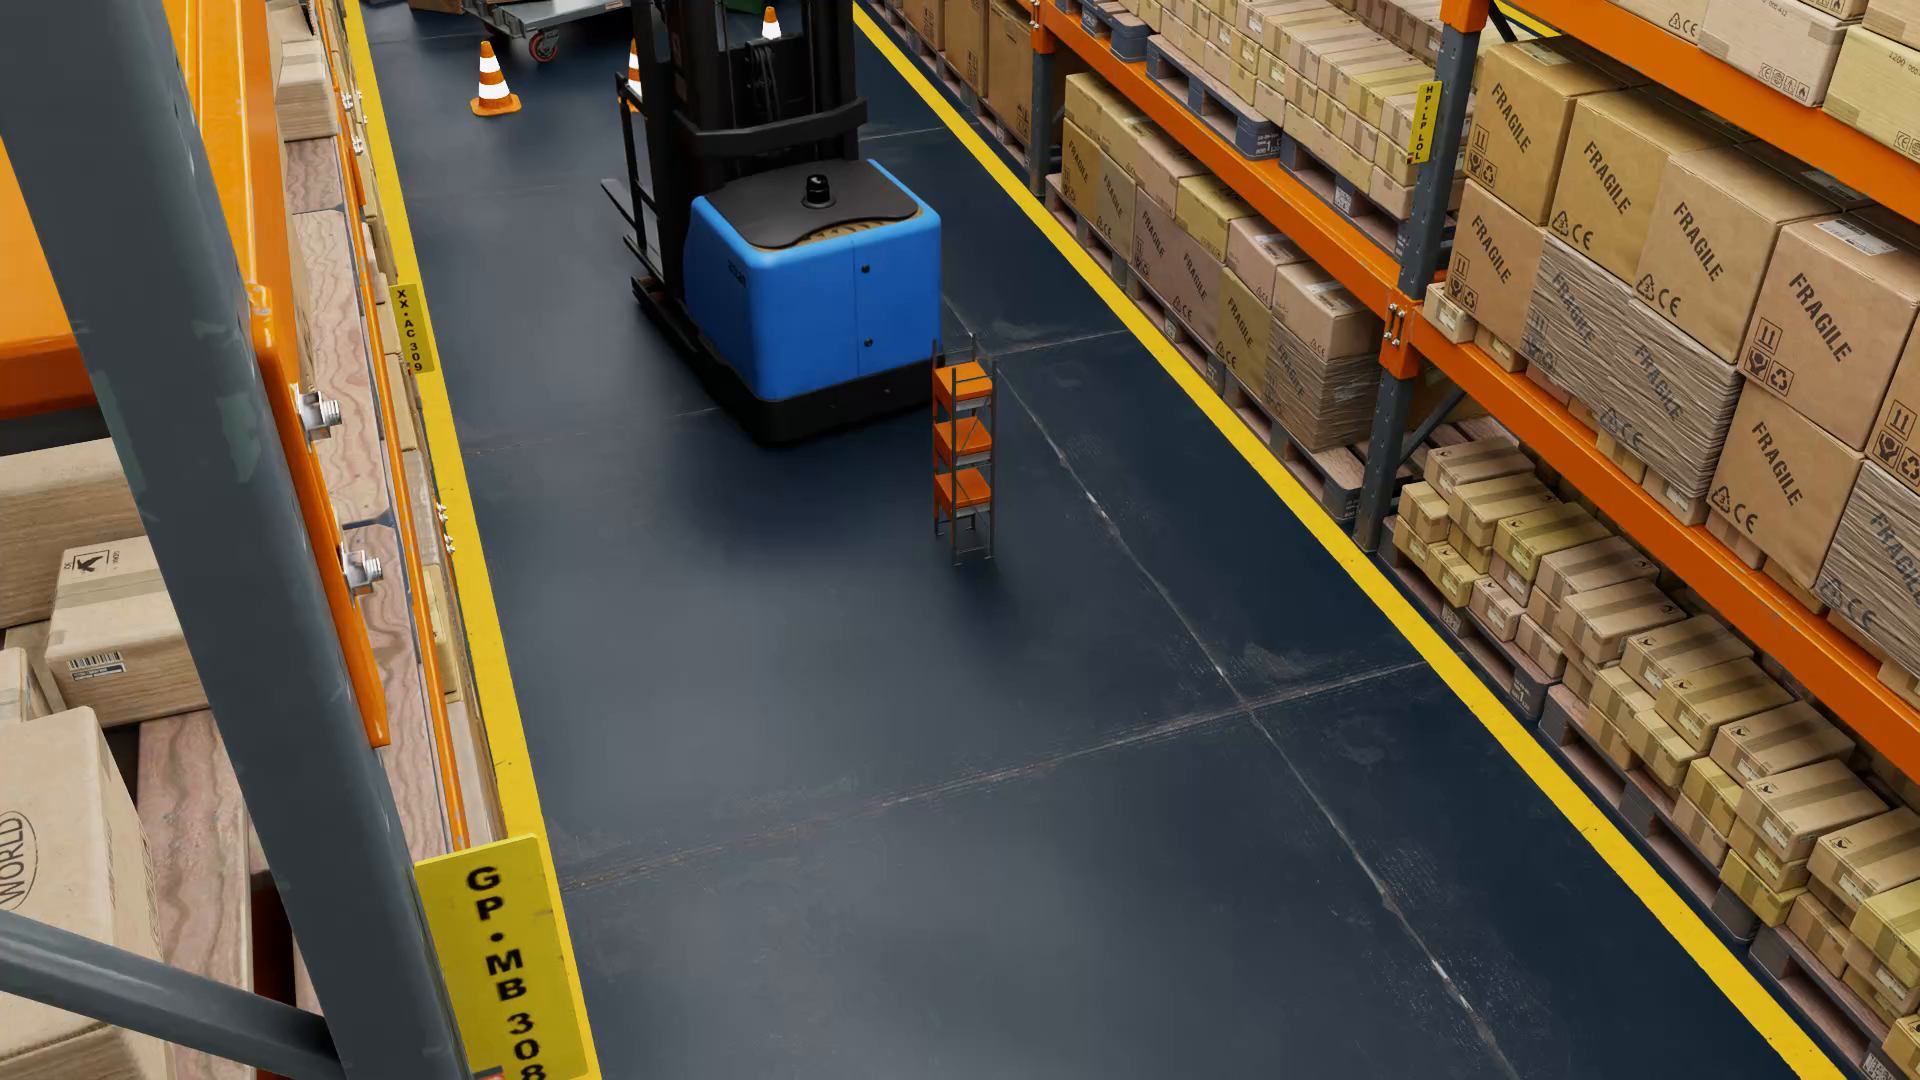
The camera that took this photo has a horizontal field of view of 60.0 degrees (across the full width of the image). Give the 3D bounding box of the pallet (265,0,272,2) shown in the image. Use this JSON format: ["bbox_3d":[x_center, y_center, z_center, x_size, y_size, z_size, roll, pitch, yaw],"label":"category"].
[{"bbox_3d":[-2.660,-1.815,5.332,0.805,0.209,1.217,-14,39,-18],"label":"pallet"}]

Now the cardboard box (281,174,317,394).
[{"bbox_3d":[-1.474,-0.542,2.967,0.500,0.500,0.500,-12,39,-15],"label":"cardboard box"}]

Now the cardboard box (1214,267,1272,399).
[{"bbox_3d":[1.648,-1.093,8.436,0.500,0.500,0.500,-13,39,-17],"label":"cardboard box"}]

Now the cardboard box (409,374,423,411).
[{"bbox_3d":[-2.185,-0.632,5.805,0.500,0.250,0.500,-14,39,-17],"label":"cardboard box"}]

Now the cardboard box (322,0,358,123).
[{"bbox_3d":[-2.902,-2.076,7.099,0.500,0.500,0.500,-12,39,-16],"label":"cardboard box"}]

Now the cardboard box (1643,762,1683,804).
[{"bbox_3d":[2.785,0.833,6.172,0.380,0.149,0.250,-11,38,-15],"label":"cardboard box"}]

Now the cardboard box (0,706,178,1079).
[{"bbox_3d":[-1.161,0.493,1.802,0.500,0.250,0.500,-16,40,-20],"label":"cardboard box"}]

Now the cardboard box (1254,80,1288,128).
[{"bbox_3d":[1.632,-2.104,7.909,0.380,0.149,0.250,-14,39,-18],"label":"cardboard box"}]

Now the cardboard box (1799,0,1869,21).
[{"bbox_3d":[2.583,-1.714,4.749,0.500,0.250,0.500,-12,39,-15],"label":"cardboard box"}]

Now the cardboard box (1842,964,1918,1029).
[{"bbox_3d":[3.121,1.418,5.395,0.380,0.149,0.250,-13,39,-16],"label":"cardboard box"}]

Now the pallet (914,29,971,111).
[{"bbox_3d":[0.322,-3.562,12.304,1.003,0.211,1.213,-12,39,-16],"label":"pallet"}]

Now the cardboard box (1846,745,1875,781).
[{"bbox_3d":[3.245,0.767,6.012,0.380,0.149,0.250,-11,38,-14],"label":"cardboard box"}]

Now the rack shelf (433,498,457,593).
[{"bbox_3d":[-1.610,1.232,4.220,1.077,0.370,4.000,-12,39,-16],"label":"rack shelf"}]

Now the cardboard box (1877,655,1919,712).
[{"bbox_3d":[2.990,0.386,4.953,0.380,0.149,0.250,-14,39,-18],"label":"cardboard box"}]

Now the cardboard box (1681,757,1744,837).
[{"bbox_3d":[2.800,0.874,5.870,0.380,0.149,0.250,-11,38,-14],"label":"cardboard box"}]

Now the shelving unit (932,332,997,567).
[{"bbox_3d":[0.018,-0.389,7.394,0.215,1.050,0.252,-12,39,-16],"label":"shelving unit"}]

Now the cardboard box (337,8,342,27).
[{"bbox_3d":[-4.868,-3.527,11.775,0.950,0.372,0.625,-12,39,-15],"label":"cardboard box"}]

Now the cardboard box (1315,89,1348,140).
[{"bbox_3d":[1.818,-1.927,7.428,0.380,0.149,0.250,-11,38,-14],"label":"cardboard box"}]

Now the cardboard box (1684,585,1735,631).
[{"bbox_3d":[3.095,0.185,6.537,0.380,0.149,0.250,-14,39,-18],"label":"cardboard box"}]

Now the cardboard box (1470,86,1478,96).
[{"bbox_3d":[2.431,-2.063,7.608,0.380,0.149,0.250,-12,38,-15],"label":"cardboard box"}]

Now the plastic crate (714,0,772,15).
[{"bbox_3d":[-1.728,-4.513,13.538,0.450,0.188,0.662,14,38,2],"label":"plastic crate"}]

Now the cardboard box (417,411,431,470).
[{"bbox_3d":[-2.201,-0.429,5.951,0.500,0.250,0.500,-13,39,-17],"label":"cardboard box"}]

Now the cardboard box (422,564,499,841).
[{"bbox_3d":[-1.360,0.443,3.754,0.500,0.500,0.500,-12,39,-16],"label":"cardboard box"}]

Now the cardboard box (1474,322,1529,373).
[{"bbox_3d":[2.264,-0.809,6.539,0.380,0.149,0.250,-11,38,-15],"label":"cardboard box"}]

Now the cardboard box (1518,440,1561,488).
[{"bbox_3d":[2.682,-0.387,7.297,0.380,0.149,0.250,-11,38,-15],"label":"cardboard box"}]

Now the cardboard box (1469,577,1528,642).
[{"bbox_3d":[2.365,0.256,6.938,0.380,0.149,0.250,-13,39,-16],"label":"cardboard box"}]

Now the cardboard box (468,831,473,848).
[{"bbox_3d":[-1.030,0.669,2.915,0.380,0.149,0.250,-14,39,-17],"label":"cardboard box"}]

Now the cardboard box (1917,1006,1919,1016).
[{"bbox_3d":[3.203,1.446,5.110,0.380,0.149,0.250,-13,39,-17],"label":"cardboard box"}]

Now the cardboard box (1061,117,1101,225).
[{"bbox_3d":[0.943,-2.244,9.965,0.500,0.500,0.500,-14,39,-18],"label":"cardboard box"}]

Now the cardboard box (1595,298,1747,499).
[{"bbox_3d":[2.565,-0.524,5.622,0.500,0.500,0.500,-13,39,-17],"label":"cardboard box"}]

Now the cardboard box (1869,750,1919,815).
[{"bbox_3d":[3.406,0.778,5.750,0.380,0.149,0.250,-11,38,-14],"label":"cardboard box"}]

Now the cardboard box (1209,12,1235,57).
[{"bbox_3d":[1.457,-2.520,8.215,0.380,0.149,0.250,-11,38,-14],"label":"cardboard box"}]

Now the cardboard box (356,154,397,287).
[{"bbox_3d":[-2.179,-0.933,5.581,0.500,0.500,0.500,-12,39,-15],"label":"cardboard box"}]

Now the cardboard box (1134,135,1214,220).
[{"bbox_3d":[1.281,-1.988,9.001,0.500,0.250,0.500,-12,39,-16],"label":"cardboard box"}]

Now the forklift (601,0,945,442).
[{"bbox_3d":[-1.220,-2.528,8.670,1.130,2.935,3.031,-18,41,-22],"label":"forklift"}]

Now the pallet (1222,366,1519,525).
[{"bbox_3d":[2.046,-0.593,8.362,1.003,0.211,1.213,-12,39,-16],"label":"pallet"}]

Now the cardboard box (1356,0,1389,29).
[{"bbox_3d":[2.165,-2.620,8.101,0.380,0.149,0.250,-11,38,-14],"label":"cardboard box"}]

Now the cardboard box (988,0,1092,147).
[{"bbox_3d":[0.813,-3.159,10.971,1.050,0.750,0.750,-13,39,-17],"label":"cardboard box"}]

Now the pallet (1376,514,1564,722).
[{"bbox_3d":[2.579,0.218,7.285,1.003,0.211,1.213,-12,39,-16],"label":"pallet"}]

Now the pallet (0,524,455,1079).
[{"bbox_3d":[-1.187,0.494,2.181,1.003,0.211,1.213,-12,39,-16],"label":"pallet"}]

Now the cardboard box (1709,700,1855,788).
[{"bbox_3d":[2.870,0.734,5.809,0.380,0.149,0.250,-14,39,-17],"label":"cardboard box"}]

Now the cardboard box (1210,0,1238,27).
[{"bbox_3d":[1.452,-2.647,8.136,0.380,0.149,0.250,-13,39,-17],"label":"cardboard box"}]

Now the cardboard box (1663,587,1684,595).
[{"bbox_3d":[2.930,0.157,6.822,0.380,0.149,0.250,-12,39,-16],"label":"cardboard box"}]

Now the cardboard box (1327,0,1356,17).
[{"bbox_3d":[2.071,-2.654,8.394,0.380,0.149,0.250,-13,39,-17],"label":"cardboard box"}]

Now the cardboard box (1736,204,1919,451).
[{"bbox_3d":[2.754,-0.649,4.957,0.500,0.500,0.500,-14,39,-18],"label":"cardboard box"}]

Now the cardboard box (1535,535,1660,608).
[{"bbox_3d":[2.523,0.147,6.588,0.380,0.149,0.250,-13,39,-17],"label":"cardboard box"}]

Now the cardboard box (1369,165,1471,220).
[{"bbox_3d":[1.993,-1.518,7.132,0.380,0.149,0.250,-13,39,-17],"label":"cardboard box"}]

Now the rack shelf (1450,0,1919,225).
[{"bbox_3d":[3.003,-1.048,4.754,1.077,0.370,4.000,-12,39,-16],"label":"rack shelf"}]

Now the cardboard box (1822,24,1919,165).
[{"bbox_3d":[2.745,-1.214,4.500,0.500,0.250,0.500,-11,38,-14],"label":"cardboard box"}]

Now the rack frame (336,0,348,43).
[{"bbox_3d":[-5.051,-4.705,11.503,1.000,3.000,0.127,-12,39,-16],"label":"rack frame"}]

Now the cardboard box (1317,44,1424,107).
[{"bbox_3d":[1.813,-2.057,7.353,0.380,0.149,0.250,-14,39,-17],"label":"cardboard box"}]

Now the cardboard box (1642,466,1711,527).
[{"bbox_3d":[2.604,-0.205,5.738,0.380,0.149,0.250,-11,38,-14],"label":"cardboard box"}]

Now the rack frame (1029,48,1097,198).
[{"bbox_3d":[0.939,-3.527,9.939,1.000,3.000,0.127,-12,39,-16],"label":"rack frame"}]

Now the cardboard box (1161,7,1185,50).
[{"bbox_3d":[1.277,-2.694,8.693,0.380,0.149,0.250,-11,38,-14],"label":"cardboard box"}]

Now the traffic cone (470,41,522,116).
[{"bbox_3d":[-3.310,-3.281,11.721,0.336,0.463,0.334,-12,39,-16],"label":"traffic cone"}]

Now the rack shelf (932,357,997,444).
[{"bbox_3d":[0.018,-0.607,7.230,0.215,0.259,0.240,-12,39,-16],"label":"rack shelf"}]

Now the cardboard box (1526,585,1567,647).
[{"bbox_3d":[2.519,0.263,6.680,0.380,0.149,0.250,-14,39,-18],"label":"cardboard box"}]

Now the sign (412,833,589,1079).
[{"bbox_3d":[-0.398,0.384,1.462,0.100,0.325,0.005,-12,39,-16],"label":"sign"}]

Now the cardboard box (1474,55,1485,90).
[{"bbox_3d":[2.510,-2.046,7.339,0.380,0.149,0.250,-11,38,-15],"label":"cardboard box"}]
